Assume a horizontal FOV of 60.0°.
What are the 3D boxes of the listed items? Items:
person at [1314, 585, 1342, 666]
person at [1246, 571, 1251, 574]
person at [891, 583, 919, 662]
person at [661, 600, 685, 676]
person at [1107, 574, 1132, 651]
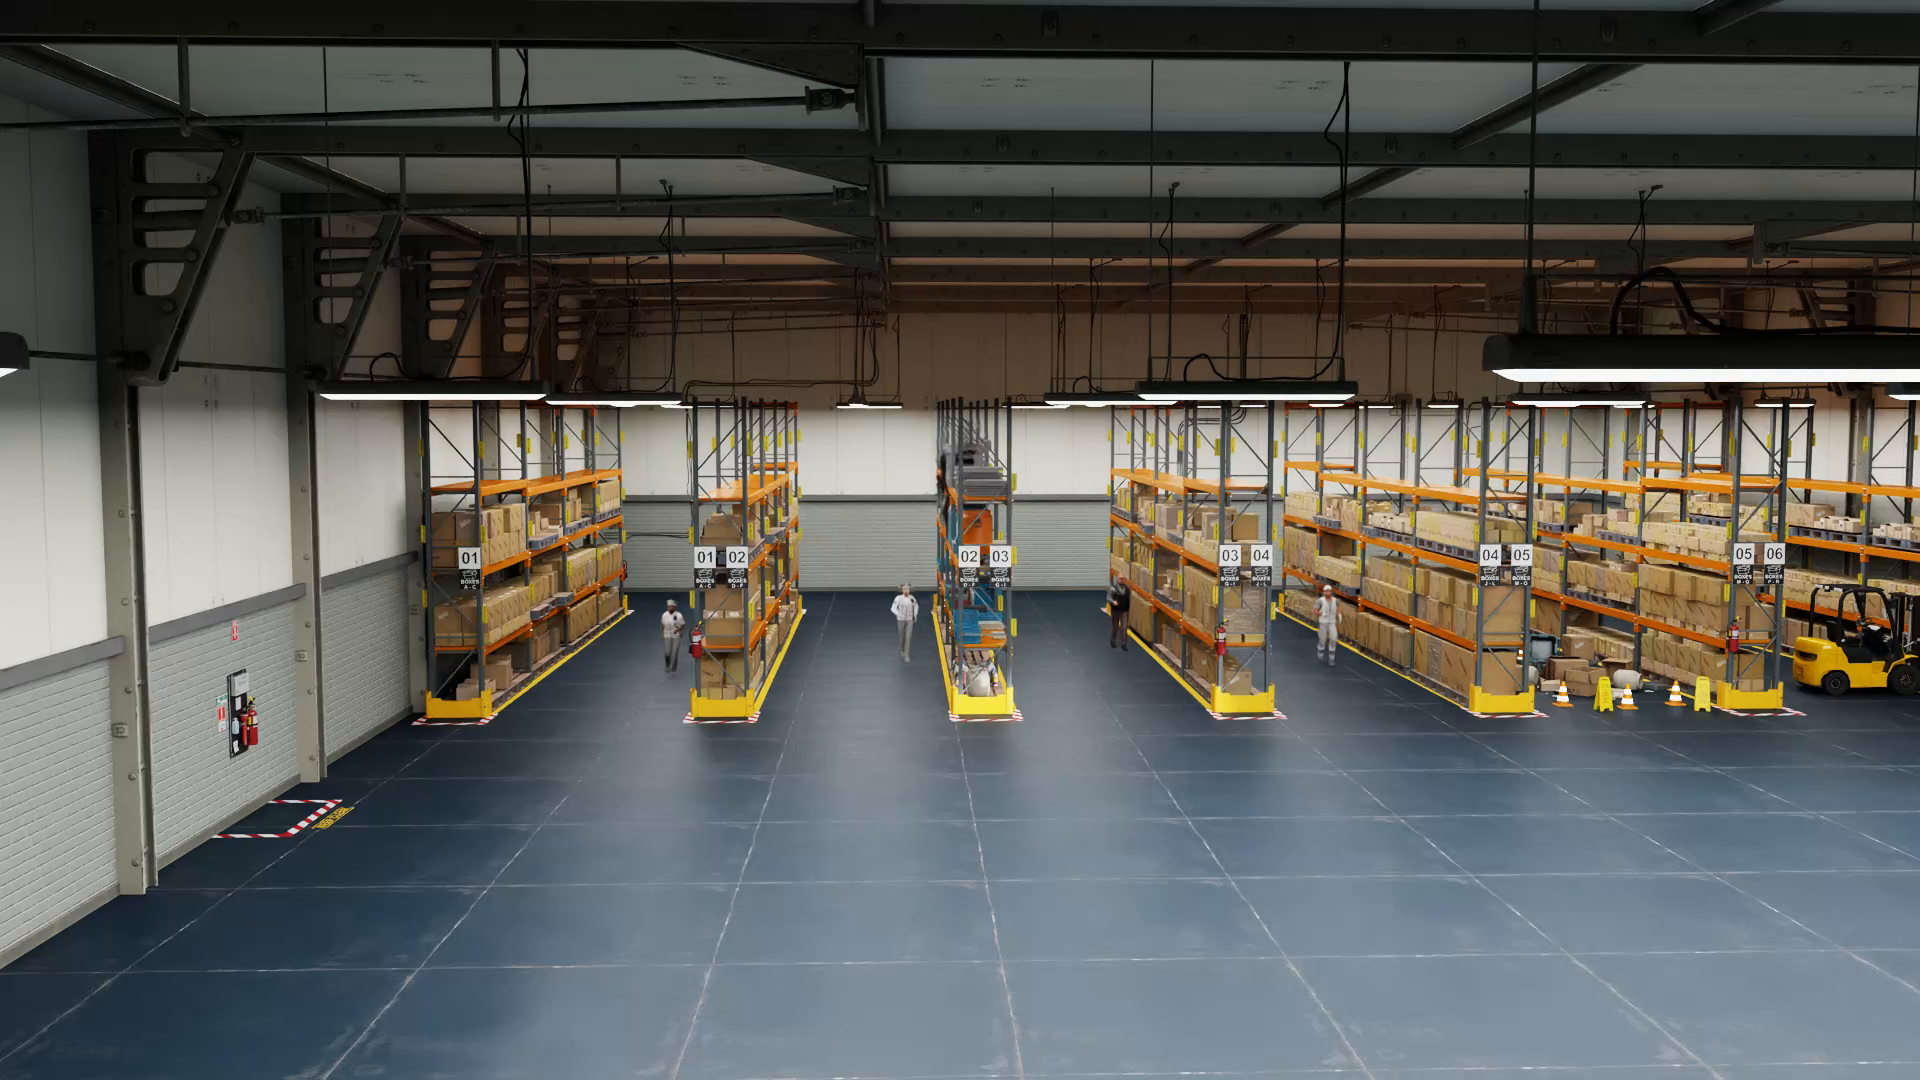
[{"bbox_3d":[8.323,1.940,37.628,0.680,1.864,0.770,0,4,-3],"label":"person"},{"bbox_3d":[8.123,1.333,45.669,0.685,1.772,0.653,0,4,2],"label":"person"},{"bbox_3d":[-1.196,1.782,36.430,0.620,1.712,0.776,0,4,-6],"label":"person"},{"bbox_3d":[-6.214,2.118,35.891,0.561,1.668,0.558,0,4,1],"label":"person"},{"bbox_3d":[3.657,1.645,38.026,0.646,1.743,0.859,-1,4,-11],"label":"person"}]
